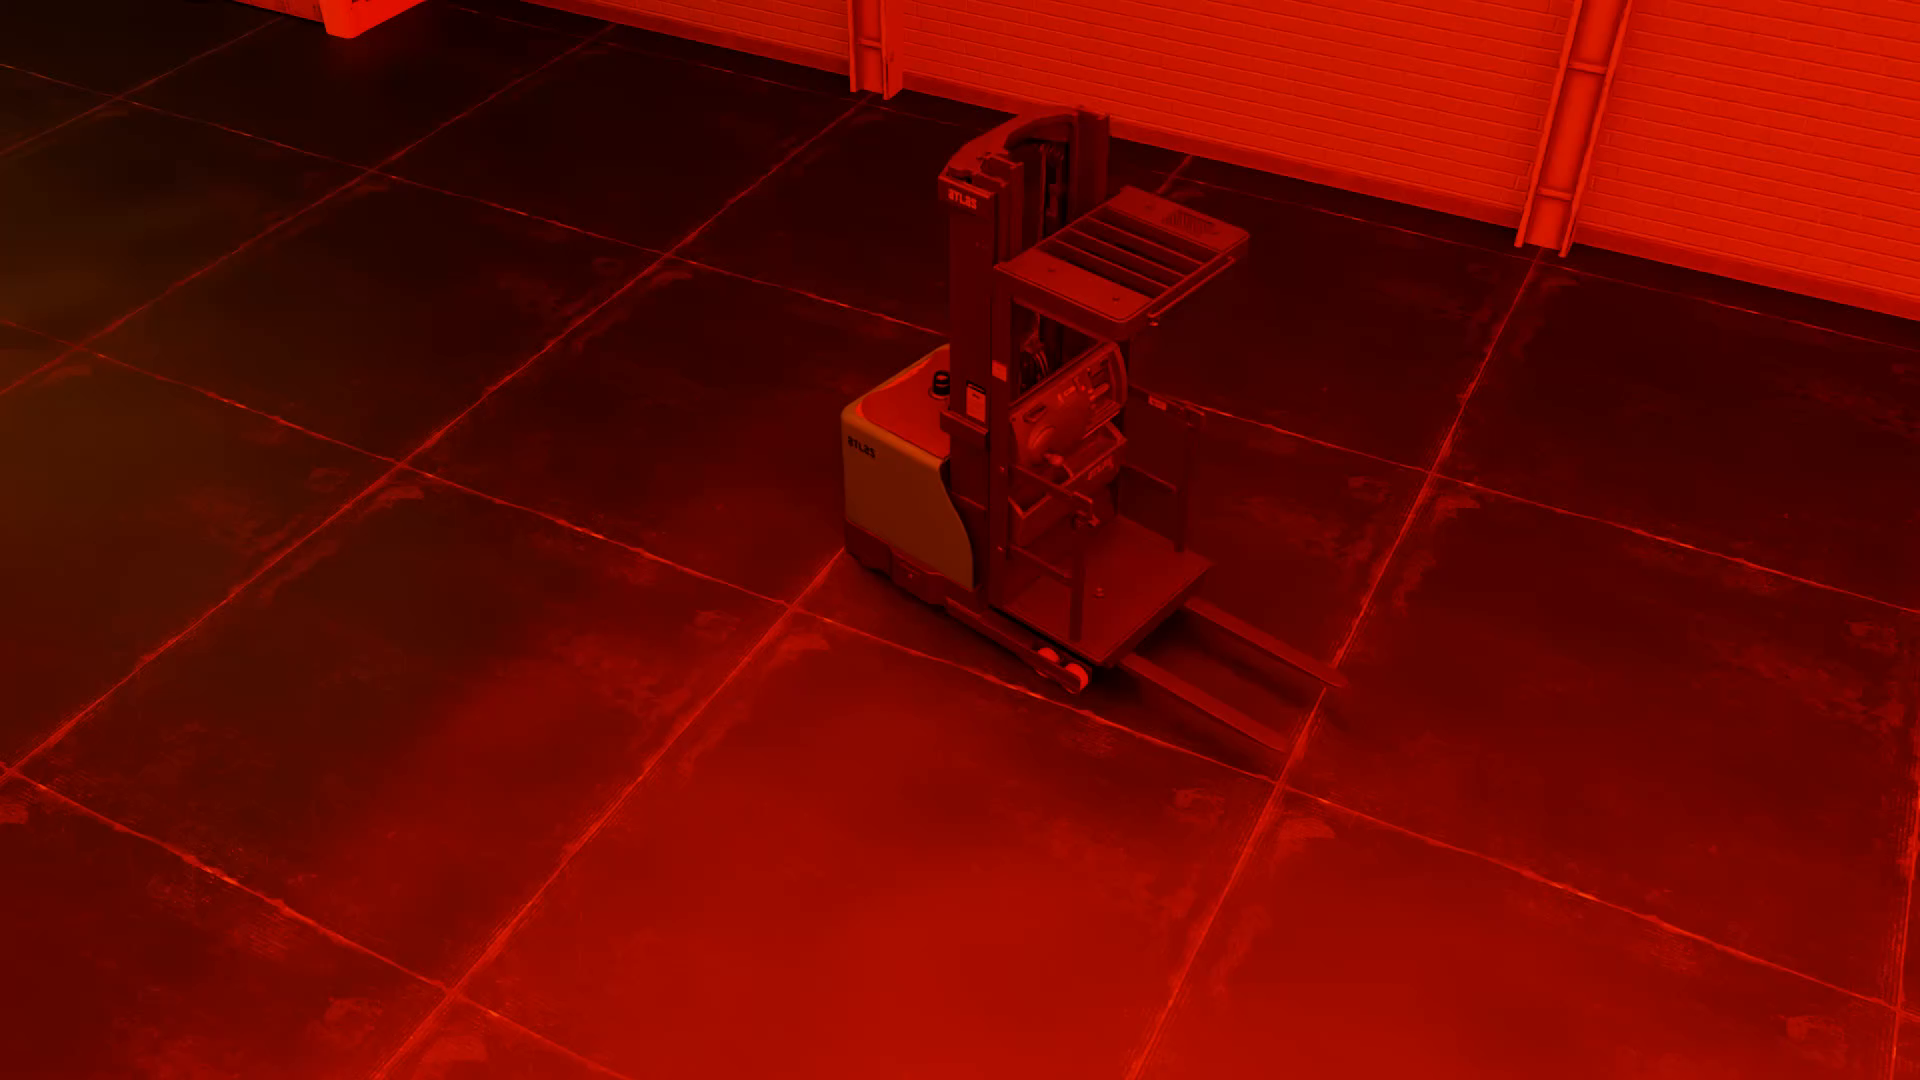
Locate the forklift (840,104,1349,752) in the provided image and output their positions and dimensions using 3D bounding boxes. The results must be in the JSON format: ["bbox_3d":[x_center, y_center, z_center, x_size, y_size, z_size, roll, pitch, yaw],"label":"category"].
[{"bbox_3d":[0.745,-0.655,8.765,3.031,2.935,1.130,29,48,30],"label":"forklift"}]

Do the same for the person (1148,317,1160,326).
[{"bbox_3d":[0.806,-0.817,10.186,1.131,1.218,0.748,-11,41,-13],"label":"person"}]
